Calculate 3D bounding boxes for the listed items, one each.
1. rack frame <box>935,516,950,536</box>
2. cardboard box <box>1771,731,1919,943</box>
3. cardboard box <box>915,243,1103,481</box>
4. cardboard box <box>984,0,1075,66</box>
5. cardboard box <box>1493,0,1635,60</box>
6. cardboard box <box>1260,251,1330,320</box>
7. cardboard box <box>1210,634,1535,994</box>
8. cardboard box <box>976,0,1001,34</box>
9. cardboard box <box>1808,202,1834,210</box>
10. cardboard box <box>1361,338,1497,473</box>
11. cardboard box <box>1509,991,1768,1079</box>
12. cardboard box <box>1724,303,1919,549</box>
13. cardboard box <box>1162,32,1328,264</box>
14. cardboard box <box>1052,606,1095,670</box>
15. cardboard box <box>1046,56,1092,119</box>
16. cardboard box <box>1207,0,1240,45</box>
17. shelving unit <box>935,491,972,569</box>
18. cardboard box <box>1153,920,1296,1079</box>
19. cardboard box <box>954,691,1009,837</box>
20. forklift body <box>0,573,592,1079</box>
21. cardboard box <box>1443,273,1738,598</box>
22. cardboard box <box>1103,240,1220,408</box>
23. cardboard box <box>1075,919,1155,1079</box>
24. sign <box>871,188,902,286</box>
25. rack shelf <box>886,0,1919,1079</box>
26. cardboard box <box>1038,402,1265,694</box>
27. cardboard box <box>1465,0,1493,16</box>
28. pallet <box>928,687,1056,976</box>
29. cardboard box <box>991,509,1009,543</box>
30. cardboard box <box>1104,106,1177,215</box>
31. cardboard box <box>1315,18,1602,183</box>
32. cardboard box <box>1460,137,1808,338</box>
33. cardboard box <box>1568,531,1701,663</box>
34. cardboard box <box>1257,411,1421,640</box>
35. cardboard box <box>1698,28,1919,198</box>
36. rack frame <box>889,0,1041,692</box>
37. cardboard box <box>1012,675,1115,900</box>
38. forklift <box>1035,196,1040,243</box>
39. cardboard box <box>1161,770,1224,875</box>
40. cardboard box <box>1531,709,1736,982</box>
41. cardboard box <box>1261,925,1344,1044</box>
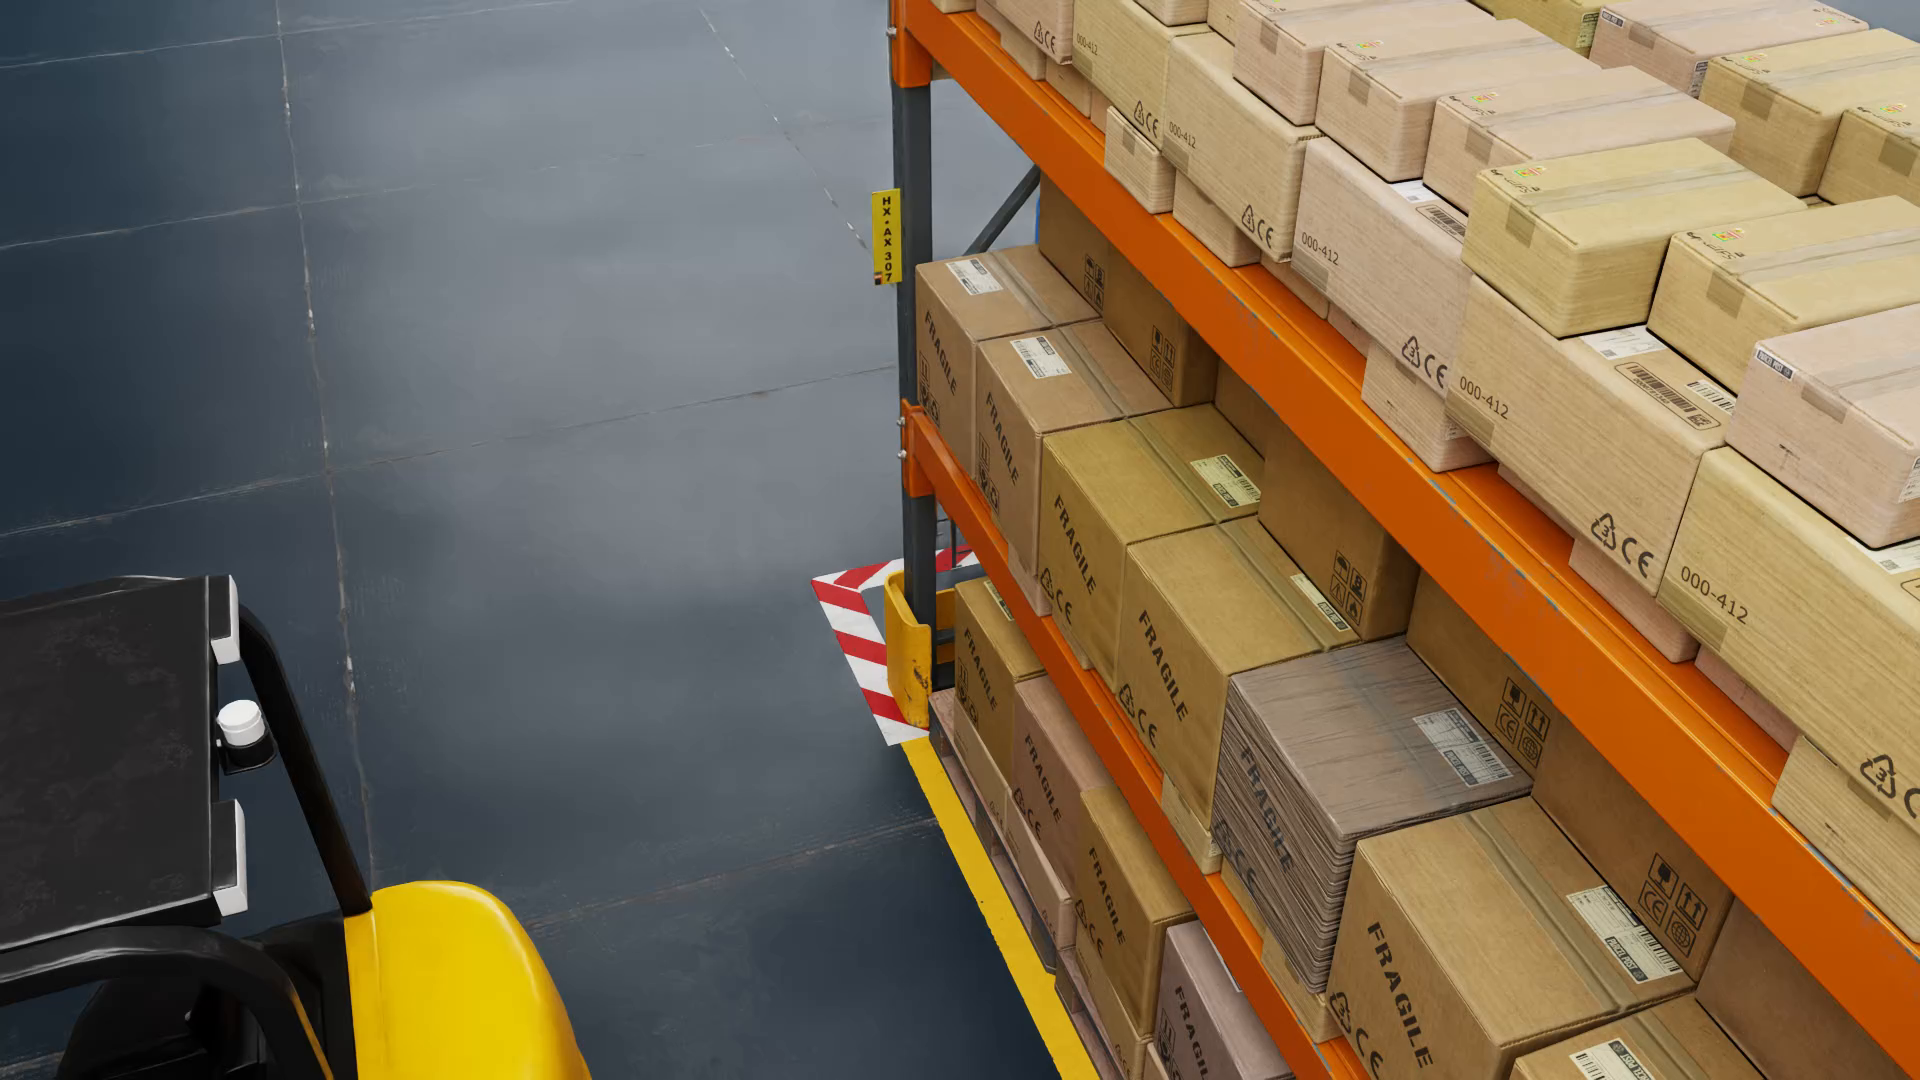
[{"bbox_3d":[-0.024,-0.458,6.986,0.200,1.050,0.008,-12,39,-16],"label":"rack frame"},{"bbox_3d":[1.260,0.312,2.058,0.380,0.149,0.250,-12,39,-16],"label":"cardboard box"},{"bbox_3d":[0.182,-0.568,5.181,0.500,0.500,0.500,-13,39,-17],"label":"cardboard box"},{"bbox_3d":[0.366,-1.366,3.954,0.500,0.250,0.500,-13,39,-17],"label":"cardboard box"},{"bbox_3d":[1.241,-0.998,3.134,0.380,0.149,0.250,-12,39,-15],"label":"cardboard box"},{"bbox_3d":[0.818,-0.581,3.243,0.380,0.149,0.250,-13,39,-16],"label":"cardboard box"},{"bbox_3d":[0.903,0.586,3.649,0.500,0.500,0.500,-11,38,-15],"label":"cardboard box"},{"bbox_3d":[0.263,-1.448,4.394,0.380,0.149,0.250,-14,39,-17],"label":"cardboard box"},{"bbox_3d":[1.575,-0.326,2.574,0.500,0.250,0.500,-13,39,-16],"label":"cardboard box"},{"bbox_3d":[0.920,-0.272,2.833,0.380,0.149,0.250,-11,38,-15],"label":"cardboard box"},{"bbox_3d":[1.269,1.167,2.877,0.500,0.500,0.500,-13,39,-17],"label":"cardboard box"},{"bbox_3d":[1.180,-0.156,2.017,0.380,0.149,0.250,-13,39,-17],"label":"cardboard box"},{"bbox_3d":[0.725,-0.785,3.184,0.500,0.250,0.500,-12,39,-15],"label":"cardboard box"},{"bbox_3d":[0.482,0.199,4.701,0.380,0.149,0.250,-11,38,-15],"label":"cardboard box"},{"bbox_3d":[0.430,-1.156,4.007,0.380,0.149,0.250,-13,39,-16],"label":"cardboard box"},{"bbox_3d":[0.704,-1.041,3.192,0.380,0.149,0.250,-12,39,-15],"label":"cardboard box"},{"bbox_3d":[0.018,-0.389,6.894,0.215,1.050,0.252,-12,39,-16],"label":"shelving unit"},{"bbox_3d":[0.847,1.303,4.340,0.500,0.500,0.500,-10,38,-14],"label":"cardboard box"},{"bbox_3d":[0.297,0.709,5.752,0.500,0.250,0.500,-13,39,-16],"label":"cardboard box"},{"bbox_3d":[-2.015,1.328,3.699,2.313,2.155,1.214,-12,39,-16],"label":"forklift body"},{"bbox_3d":[1.076,-0.211,2.421,0.500,0.250,0.500,-13,39,-17],"label":"cardboard box"},{"bbox_3d":[0.827,-0.762,4.607,0.700,0.500,0.500,-12,39,-16],"label":"cardboard box"},{"bbox_3d":[0.665,1.305,4.961,0.500,0.250,0.500,-10,38,-13],"label":"cardboard box"},{"bbox_3d":[-0.230,-0.968,5.322,0.100,0.325,0.005,-12,39,-16],"label":"sign"},{"bbox_3d":[0.967,-0.515,3.546,1.077,0.370,4.000,-12,39,-16],"label":"rack shelf"},{"bbox_3d":[0.540,0.012,4.411,0.500,0.500,0.500,-13,39,-17],"label":"cardboard box"},{"bbox_3d":[1.239,-0.897,3.332,0.500,0.250,0.500,-12,39,-16],"label":"cardboard box"},{"bbox_3d":[0.552,0.889,5.895,1.003,0.211,1.213,-12,39,-16],"label":"pallet"},{"bbox_3d":[0.317,-0.093,5.089,0.380,0.149,0.250,-14,39,-17],"label":"cardboard box"},{"bbox_3d":[0.537,-0.848,3.599,0.380,0.149,0.250,-12,39,-15],"label":"cardboard box"},{"bbox_3d":[0.832,-0.744,2.797,0.380,0.149,0.250,-12,39,-15],"label":"cardboard box"},{"bbox_3d":[0.962,-0.441,2.395,0.380,0.149,0.250,-11,38,-15],"label":"cardboard box"},{"bbox_3d":[1.146,0.012,2.456,0.380,0.149,0.250,-12,39,-15],"label":"cardboard box"},{"bbox_3d":[1.140,-0.184,3.840,0.700,0.500,0.500,-13,39,-16],"label":"cardboard box"},{"bbox_3d":[1.456,-0.712,2.755,0.380,0.149,0.250,-14,39,-17],"label":"cardboard box"},{"bbox_3d":[0.279,-0.734,5.732,1.000,3.000,0.127,-12,39,-16],"label":"rack frame"},{"bbox_3d":[0.490,0.717,5.117,0.500,0.500,0.500,-14,39,-18],"label":"cardboard box"},{"bbox_3d":[1.911,-1.864,7.289,3.031,2.935,1.130,-9,38,-12],"label":"forklift"},{"bbox_3d":[0.724,0.645,4.109,0.380,0.149,0.250,-12,39,-16],"label":"cardboard box"},{"bbox_3d":[1.553,0.381,3.090,0.700,0.500,0.500,-12,39,-16],"label":"cardboard box"},{"bbox_3d":[0.906,0.934,3.726,0.380,0.149,0.250,-13,39,-17],"label":"cardboard box"}]
